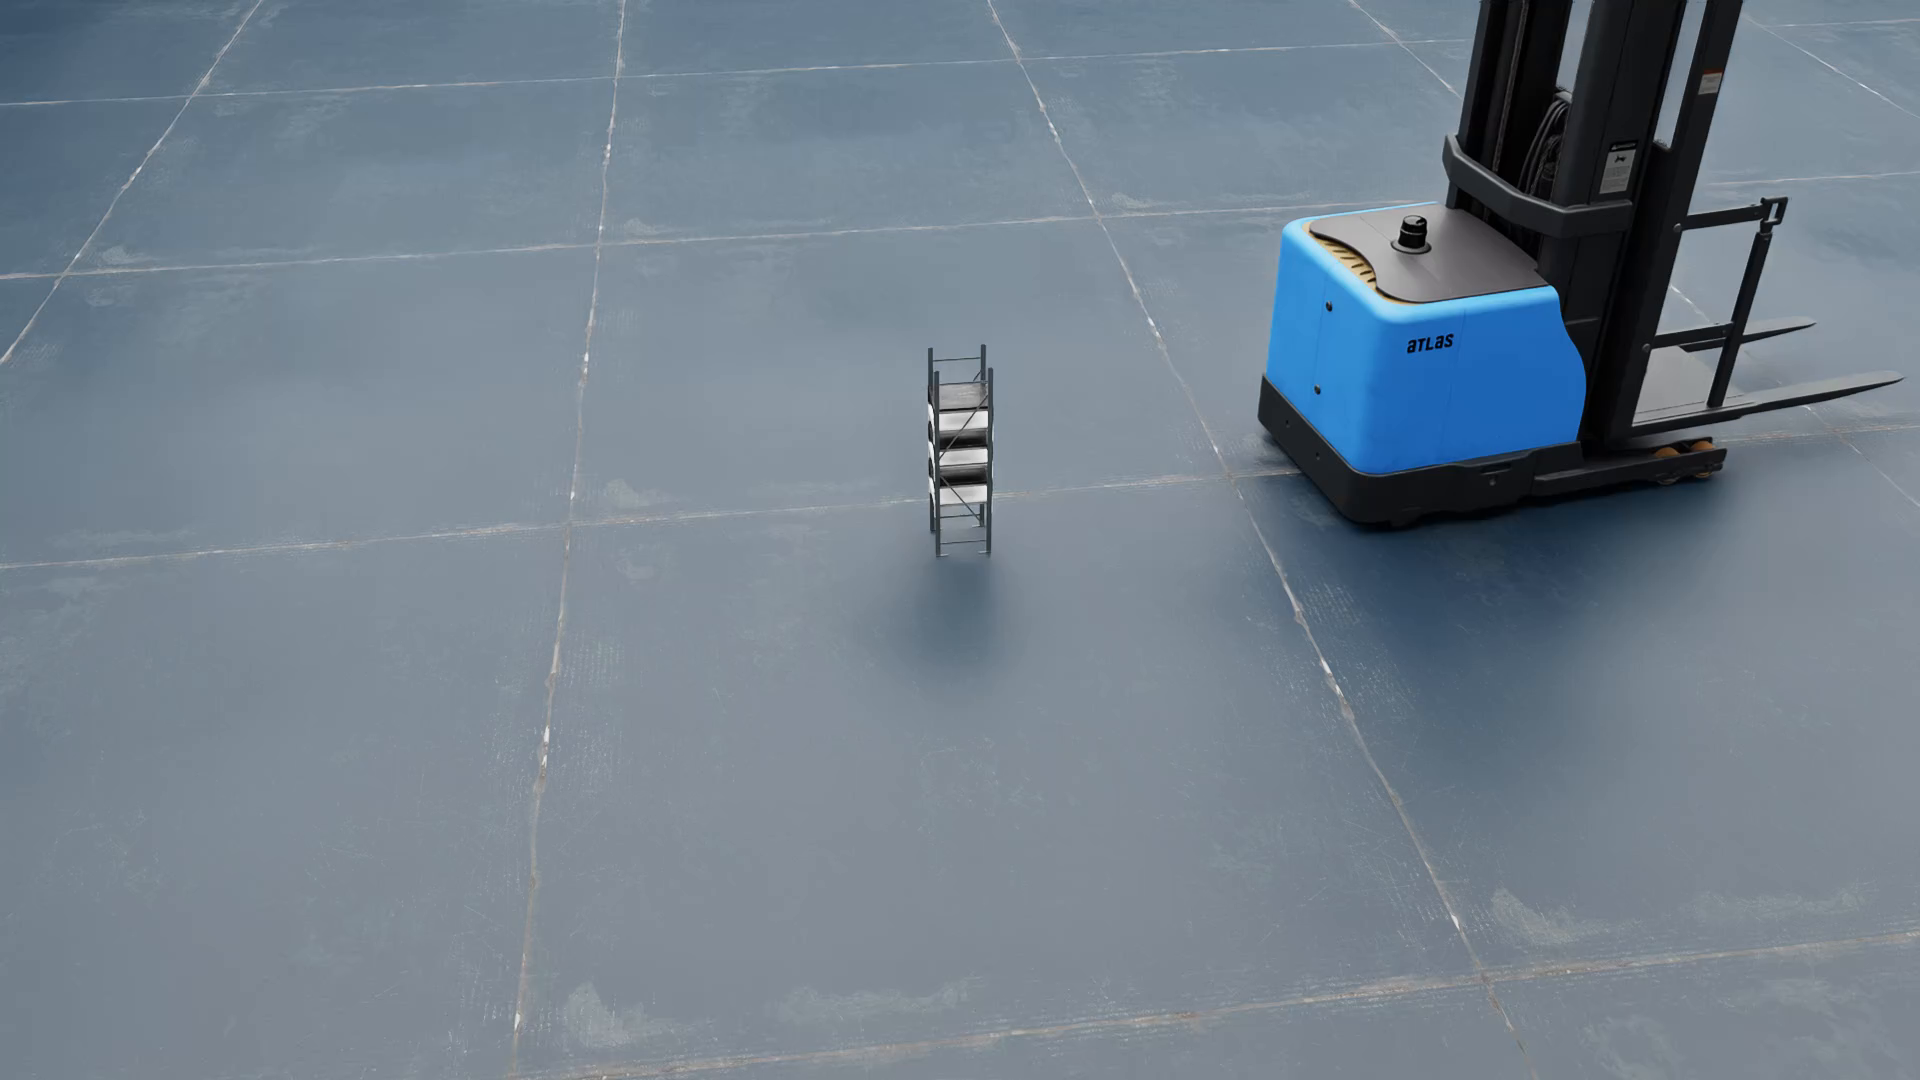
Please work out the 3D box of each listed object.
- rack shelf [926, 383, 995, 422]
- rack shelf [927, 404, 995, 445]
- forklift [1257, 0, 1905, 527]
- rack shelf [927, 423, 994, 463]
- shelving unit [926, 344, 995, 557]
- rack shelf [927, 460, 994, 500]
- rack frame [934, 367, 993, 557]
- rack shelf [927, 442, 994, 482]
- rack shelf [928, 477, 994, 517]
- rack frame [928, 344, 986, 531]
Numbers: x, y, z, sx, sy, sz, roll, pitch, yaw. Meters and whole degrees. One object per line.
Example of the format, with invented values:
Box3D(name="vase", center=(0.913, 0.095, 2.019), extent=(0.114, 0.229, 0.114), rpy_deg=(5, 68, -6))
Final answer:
Box3D(name="rack shelf", center=(0.001, -0.563, 6.857), extent=(0.258, 0.077, 0.200), rpy_deg=(-4, 35, -6))
Box3D(name="rack shelf", center=(0.001, -0.489, 6.907), extent=(0.258, 0.077, 0.200), rpy_deg=(-4, 35, -6))
Box3D(name="forklift", center=(3.004, -1.741, 7.201), extent=(3.031, 2.935, 1.130), rpy_deg=(-10, 35, -14))
Box3D(name="rack shelf", center=(0.001, -0.414, 6.958), extent=(0.258, 0.077, 0.200), rpy_deg=(-4, 35, -6))
Box3D(name="shelving unit", center=(0.001, -0.367, 6.990), extent=(0.258, 0.900, 0.210), rpy_deg=(-4, 35, -6))
Box3D(name="rack shelf", center=(0.001, -0.265, 7.059), extent=(0.258, 0.077, 0.200), rpy_deg=(-4, 35, -6))
Box3D(name="rack frame", center=(0.015, -0.311, 6.907), extent=(0.240, 0.900, 0.006), rpy_deg=(-4, 35, -6))
Box3D(name="rack shelf", center=(0.001, -0.340, 7.009), extent=(0.258, 0.077, 0.200), rpy_deg=(-4, 35, -6))
Box3D(name="rack shelf", center=(0.001, -0.191, 7.110), extent=(0.258, 0.077, 0.200), rpy_deg=(-4, 35, -6))
Box3D(name="rack frame", center=(-0.013, -0.424, 7.073), extent=(0.240, 0.900, 0.006), rpy_deg=(-4, 35, -6))
